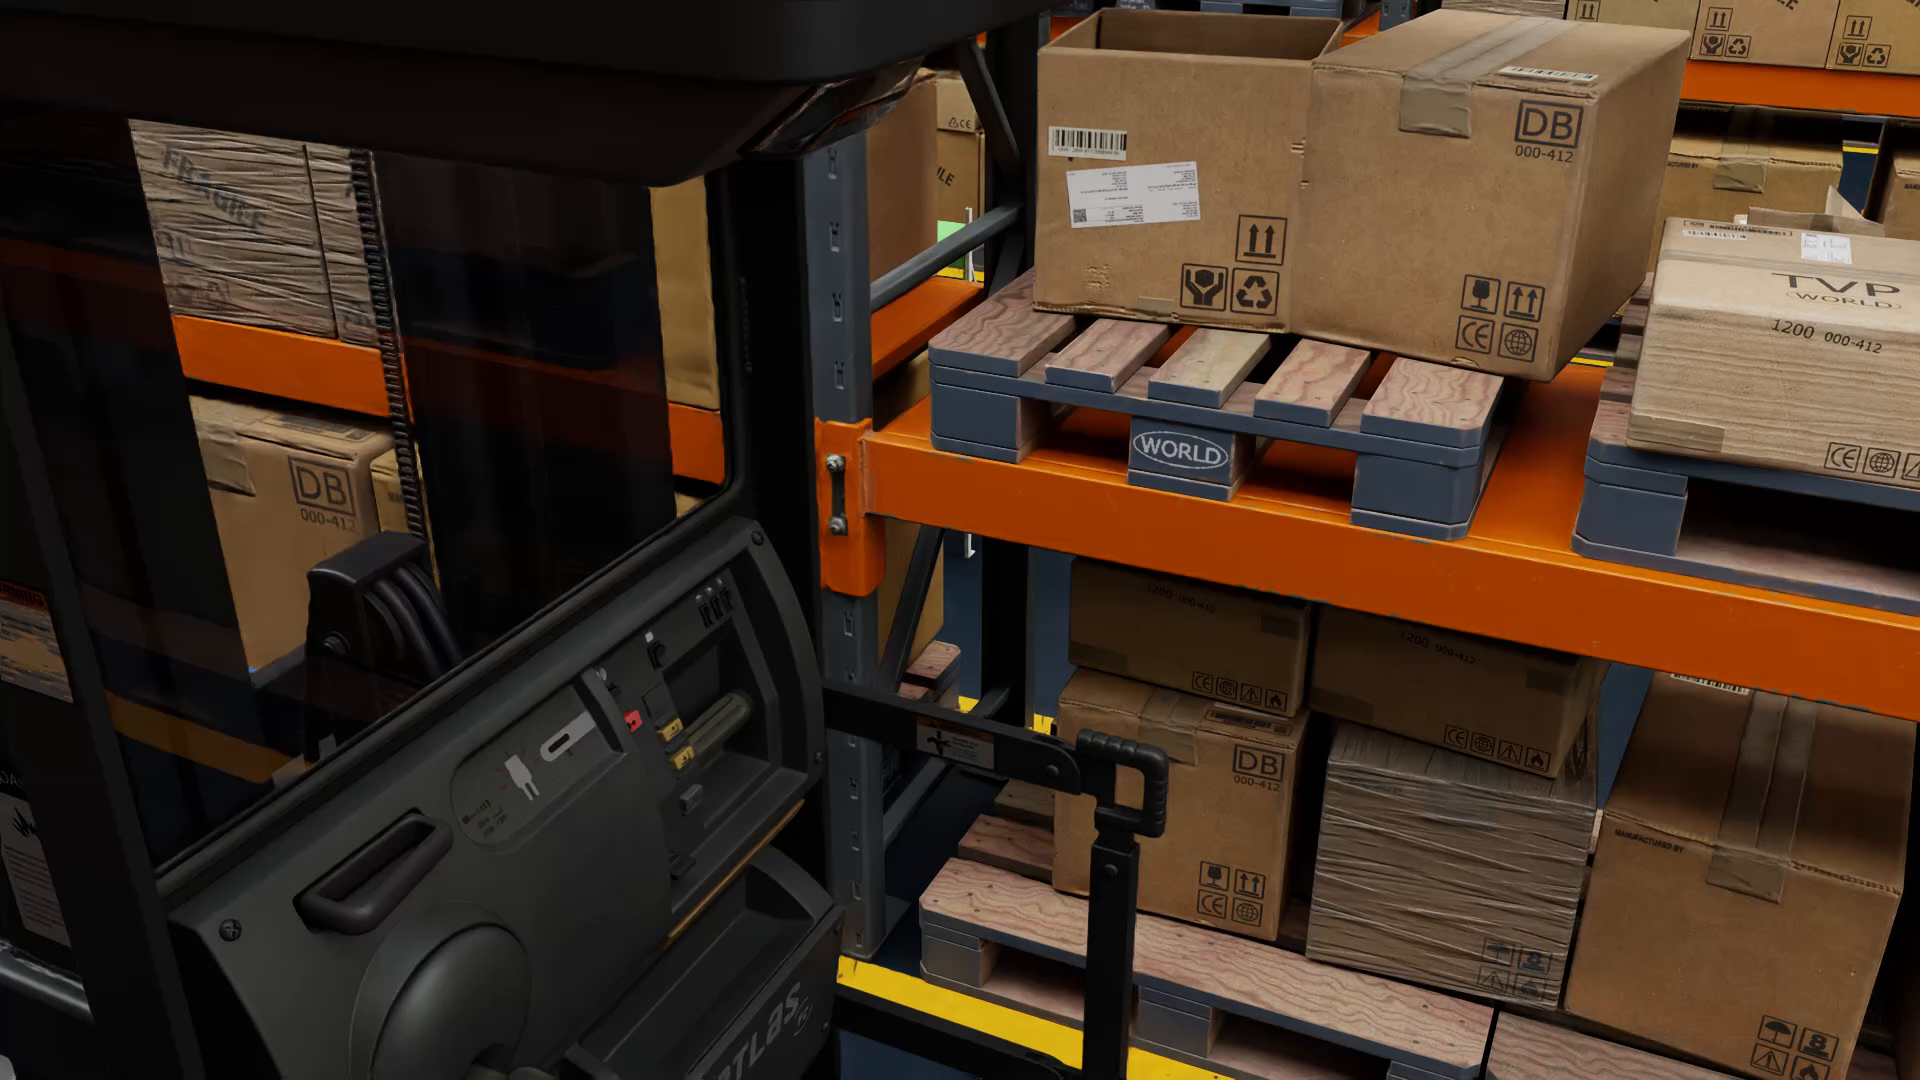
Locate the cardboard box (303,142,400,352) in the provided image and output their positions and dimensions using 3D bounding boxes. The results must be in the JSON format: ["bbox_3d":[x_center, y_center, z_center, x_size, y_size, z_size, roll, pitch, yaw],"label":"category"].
[{"bbox_3d":[-1.060,-0.721,3.705,0.500,0.500,0.500,11,28,21],"label":"cardboard box"}]

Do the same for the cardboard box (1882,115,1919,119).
[{"bbox_3d":[6.553,-3.080,11.109,0.625,0.372,0.950,13,29,25],"label":"cardboard box"}]

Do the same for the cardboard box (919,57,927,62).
[{"bbox_3d":[-0.504,-2.365,8.663,0.500,0.250,0.500,12,29,23],"label":"cardboard box"}]

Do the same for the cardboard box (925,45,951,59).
[{"bbox_3d":[-0.308,-2.569,9.077,0.500,0.250,0.500,13,29,24],"label":"cardboard box"}]

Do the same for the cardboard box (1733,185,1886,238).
[{"bbox_3d":[1.573,-0.524,3.095,0.258,0.266,0.396,11,28,20],"label":"cardboard box"}]

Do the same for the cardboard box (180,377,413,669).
[{"bbox_3d":[-1.484,-0.128,4.544,0.875,0.875,1.225,11,28,22],"label":"cardboard box"}]

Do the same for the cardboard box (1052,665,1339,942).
[{"bbox_3d":[0.562,0.447,3.779,0.500,0.500,0.700,10,28,19],"label":"cardboard box"}]

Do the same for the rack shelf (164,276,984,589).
[{"bbox_3d":[-1.877,-0.635,4.458,4.000,0.370,1.077,11,28,22],"label":"rack shelf"}]

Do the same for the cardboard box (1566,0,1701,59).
[{"bbox_3d":[2.850,-2.330,6.974,0.500,0.500,0.500,11,28,21],"label":"cardboard box"}]

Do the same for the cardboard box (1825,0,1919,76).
[{"bbox_3d":[3.761,-2.146,6.599,0.500,0.500,0.500,11,28,21],"label":"cardboard box"}]

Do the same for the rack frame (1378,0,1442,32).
[{"bbox_3d":[2.089,-2.568,7.570,0.127,3.000,1.000,11,28,22],"label":"rack frame"}]

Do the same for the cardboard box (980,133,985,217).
[{"bbox_3d":[0.422,-1.837,8.439,0.500,0.500,0.500,10,28,20],"label":"cardboard box"}]

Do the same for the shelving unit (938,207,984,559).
[{"bbox_3d":[-0.151,-0.569,5.546,0.503,1.200,0.258,11,28,22],"label":"shelving unit"}]

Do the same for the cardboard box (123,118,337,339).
[{"bbox_3d":[-1.534,-0.815,3.895,0.500,0.500,0.500,10,28,20],"label":"cardboard box"}]

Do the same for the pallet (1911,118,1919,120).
[{"bbox_3d":[6.978,-2.736,11.068,1.213,0.211,1.003,11,28,22],"label":"pallet"}]

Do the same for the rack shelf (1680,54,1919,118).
[{"bbox_3d":[3.909,-1.879,6.986,4.000,0.370,1.077,11,28,22],"label":"rack shelf"}]

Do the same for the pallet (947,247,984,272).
[{"bbox_3d":[0.271,-1.684,8.931,1.213,0.211,1.003,11,28,22],"label":"pallet"}]

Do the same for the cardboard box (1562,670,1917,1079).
[{"bbox_3d":[1.591,0.644,3.378,0.500,0.500,0.700,14,29,26],"label":"cardboard box"}]

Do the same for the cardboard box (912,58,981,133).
[{"bbox_3d":[-0.041,-2.270,8.470,0.500,0.250,0.500,13,29,24],"label":"cardboard box"}]

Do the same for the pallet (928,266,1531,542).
[{"bbox_3d":[0.636,-0.418,3.421,1.003,0.211,1.213,11,28,22],"label":"pallet"}]

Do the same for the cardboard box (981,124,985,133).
[{"bbox_3d":[0.437,-2.178,8.284,0.500,0.250,0.500,12,29,23],"label":"cardboard box"}]

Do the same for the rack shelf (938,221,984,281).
[{"bbox_3d":[-0.151,-0.942,5.363,0.480,0.148,0.258,11,28,22],"label":"rack shelf"}]

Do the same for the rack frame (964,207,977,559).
[{"bbox_3d":[0.071,-0.524,5.456,0.015,1.200,0.240,11,28,22],"label":"rack frame"}]

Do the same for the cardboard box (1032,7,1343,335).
[{"bbox_3d":[0.452,-0.743,3.274,0.500,0.500,0.500,8,27,15],"label":"cardboard box"}]

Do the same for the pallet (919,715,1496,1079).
[{"bbox_3d":[0.654,0.803,3.881,1.213,0.211,1.003,11,28,22],"label":"pallet"}]

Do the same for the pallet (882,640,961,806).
[{"bbox_3d":[-0.743,0.485,4.527,1.213,0.211,1.003,11,28,22],"label":"pallet"}]

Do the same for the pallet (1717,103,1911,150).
[{"bbox_3d":[5.863,-2.959,11.520,1.213,0.211,1.003,11,28,22],"label":"pallet"}]

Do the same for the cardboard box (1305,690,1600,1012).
[{"bbox_3d":[1.072,0.543,3.583,0.500,0.500,0.700,9,28,18],"label":"cardboard box"}]

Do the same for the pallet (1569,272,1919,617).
[{"bbox_3d":[1.762,-0.160,2.897,1.213,0.211,1.003,11,28,22],"label":"pallet"}]

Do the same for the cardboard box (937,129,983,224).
[{"bbox_3d":[-0.025,-1.938,8.645,0.500,0.500,0.500,12,29,23],"label":"cardboard box"}]

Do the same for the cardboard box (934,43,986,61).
[{"bbox_3d":[0.179,-2.478,8.892,0.500,0.250,0.500,10,28,20],"label":"cardboard box"}]

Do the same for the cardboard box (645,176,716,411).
[{"bbox_3d":[-0.608,-0.627,3.515,0.500,0.500,0.500,12,29,23],"label":"cardboard box"}]

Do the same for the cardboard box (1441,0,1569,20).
[{"bbox_3d":[2.386,-2.422,7.160,0.500,0.500,0.500,12,29,22],"label":"cardboard box"}]

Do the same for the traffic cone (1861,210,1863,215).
[{"bbox_3d":[5.301,-2.022,9.333,0.334,0.463,0.336,11,28,22],"label":"traffic cone"}]

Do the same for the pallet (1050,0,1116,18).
[{"bbox_3d":[0.270,-2.827,8.314,1.213,0.211,1.003,11,28,22],"label":"pallet"}]

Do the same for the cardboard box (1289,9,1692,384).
[{"bbox_3d":[1.001,-0.681,3.148,0.500,0.500,0.700,16,30,29],"label":"cardboard box"}]

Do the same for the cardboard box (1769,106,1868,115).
[{"bbox_3d":[5.919,-3.206,11.366,0.625,0.372,0.950,12,29,23],"label":"cardboard box"}]

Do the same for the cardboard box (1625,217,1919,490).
[{"bbox_3d":[1.374,-0.314,2.687,0.500,0.250,0.500,11,28,20],"label":"cardboard box"}]

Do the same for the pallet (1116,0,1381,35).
[{"bbox_3d":[1.396,-2.569,7.790,1.003,0.211,1.213,11,28,22],"label":"pallet"}]

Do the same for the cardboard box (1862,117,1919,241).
[{"bbox_3d":[4.251,-1.271,7.007,0.750,0.750,1.050,11,28,22],"label":"cardboard box"}]

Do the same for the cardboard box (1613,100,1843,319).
[{"bbox_3d":[3.403,-1.441,7.352,0.750,0.750,1.050,12,29,23],"label":"cardboard box"}]

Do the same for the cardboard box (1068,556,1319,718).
[{"bbox_3d":[0.566,0.106,3.621,0.500,0.250,0.500,13,29,24],"label":"cardboard box"}]

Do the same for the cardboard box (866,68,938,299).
[{"bbox_3d":[-0.386,-0.835,3.937,0.500,0.500,0.500,12,29,23],"label":"cardboard box"}]

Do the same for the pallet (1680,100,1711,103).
[{"bbox_3d":[4.756,-3.182,11.974,1.213,0.211,1.003,11,28,22],"label":"pallet"}]

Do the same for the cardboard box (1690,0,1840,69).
[{"bbox_3d":[3.308,-2.238,6.786,0.500,0.500,0.500,11,28,22],"label":"cardboard box"}]

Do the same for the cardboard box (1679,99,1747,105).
[{"bbox_3d":[5.231,-3.347,11.652,0.625,0.372,0.950,11,28,21],"label":"cardboard box"}]

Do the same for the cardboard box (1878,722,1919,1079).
[{"bbox_3d":[2.099,0.746,3.171,0.500,0.500,0.700,9,28,17],"label":"cardboard box"}]

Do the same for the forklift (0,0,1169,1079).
[{"bbox_3d":[-0.247,0.313,1.796,3.031,2.935,1.130,12,29,23],"label":"forklift"}]

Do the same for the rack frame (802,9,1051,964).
[{"bbox_3d":[-0.057,-0.592,3.556,0.127,3.000,1.000,11,28,22],"label":"rack frame"}]

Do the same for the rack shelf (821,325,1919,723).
[{"bbox_3d":[1.764,0.096,2.973,4.000,0.370,1.077,11,28,22],"label":"rack shelf"}]

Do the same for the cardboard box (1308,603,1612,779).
[{"bbox_3d":[1.053,0.199,3.433,0.500,0.250,0.500,15,30,28],"label":"cardboard box"}]

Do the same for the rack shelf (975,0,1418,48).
[{"bbox_3d":[0.268,-2.611,8.471,4.000,0.370,1.077,11,28,22],"label":"rack shelf"}]

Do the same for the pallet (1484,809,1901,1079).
[{"bbox_3d":[1.761,1.026,3.427,1.213,0.211,1.003,11,28,22],"label":"pallet"}]

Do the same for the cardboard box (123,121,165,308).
[{"bbox_3d":[-1.997,-0.908,4.085,0.500,0.500,0.500,12,29,23],"label":"cardboard box"}]

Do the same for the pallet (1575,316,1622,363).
[{"bbox_3d":[2.775,-1.142,7.831,1.213,0.211,1.003,11,28,22],"label":"pallet"}]

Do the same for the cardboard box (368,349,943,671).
[{"bbox_3d":[-0.676,0.038,4.206,0.875,0.875,1.225,10,28,19],"label":"cardboard box"}]
